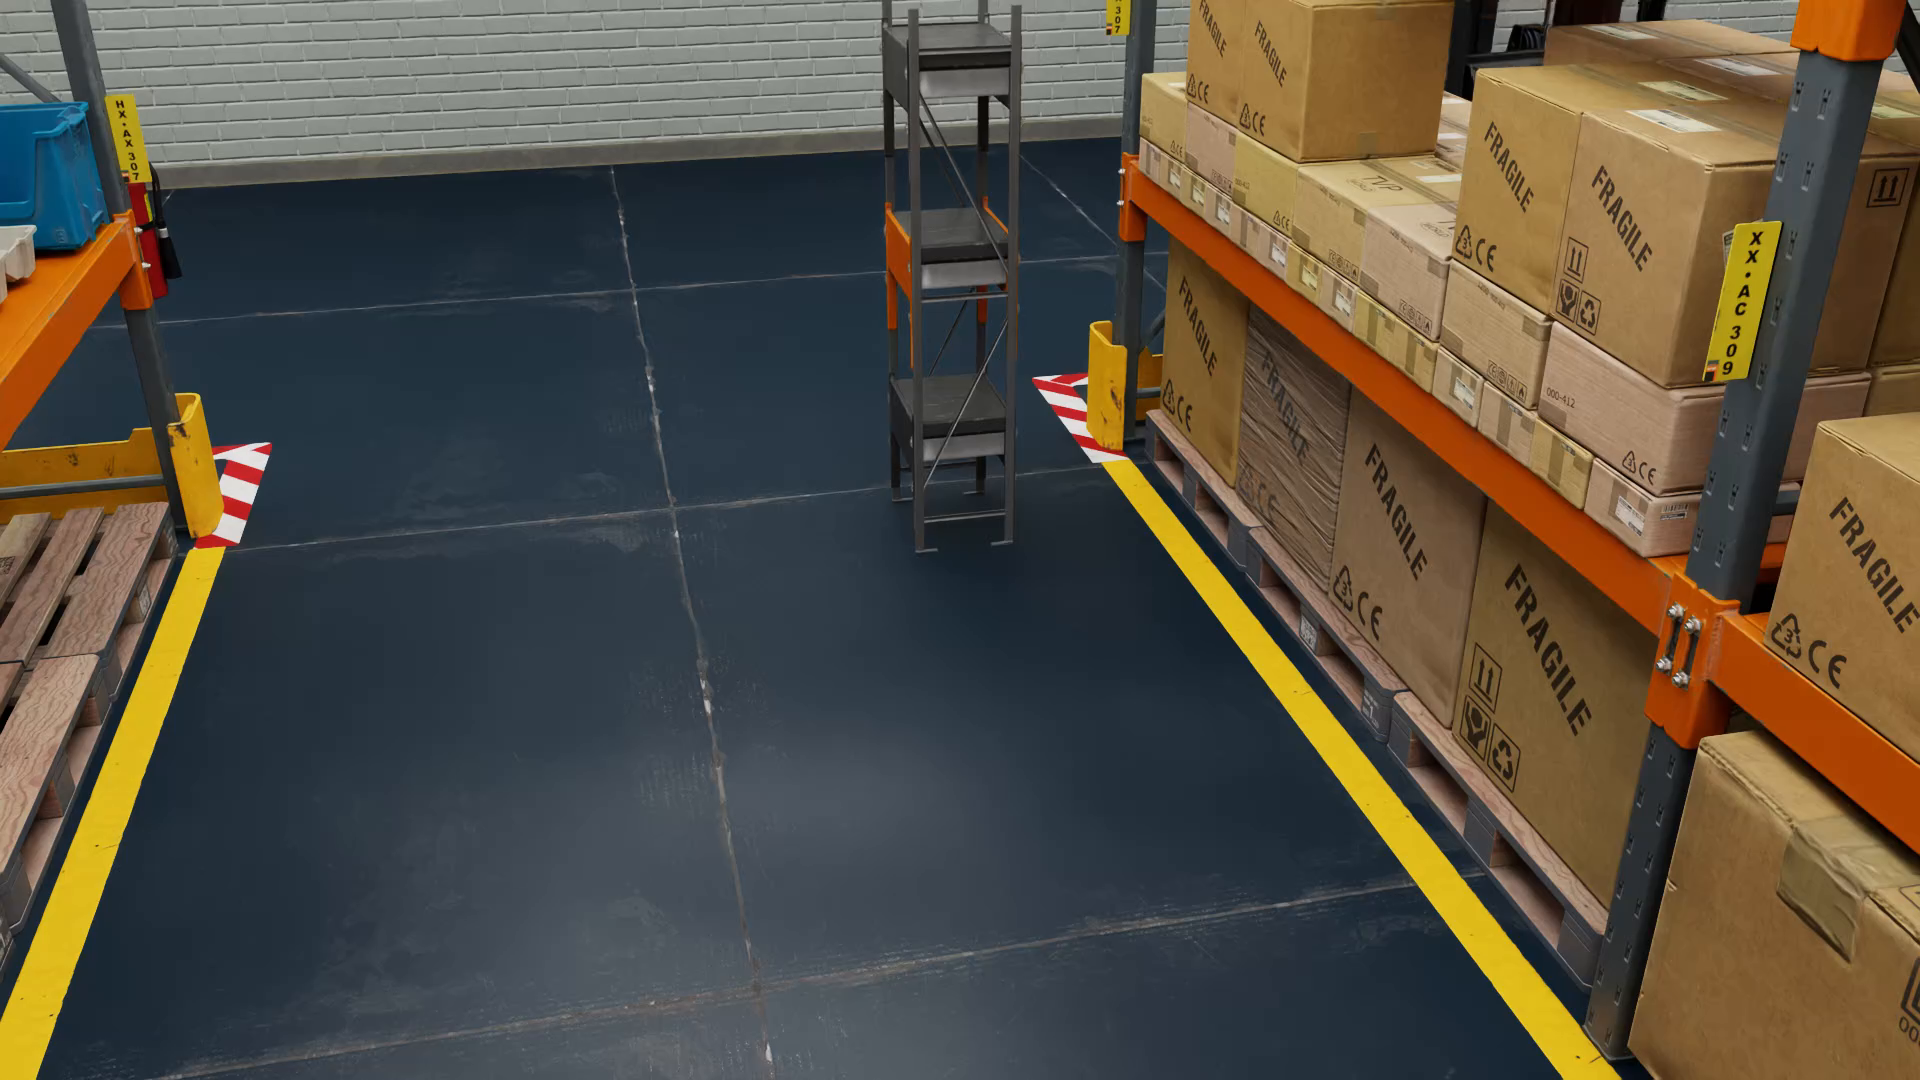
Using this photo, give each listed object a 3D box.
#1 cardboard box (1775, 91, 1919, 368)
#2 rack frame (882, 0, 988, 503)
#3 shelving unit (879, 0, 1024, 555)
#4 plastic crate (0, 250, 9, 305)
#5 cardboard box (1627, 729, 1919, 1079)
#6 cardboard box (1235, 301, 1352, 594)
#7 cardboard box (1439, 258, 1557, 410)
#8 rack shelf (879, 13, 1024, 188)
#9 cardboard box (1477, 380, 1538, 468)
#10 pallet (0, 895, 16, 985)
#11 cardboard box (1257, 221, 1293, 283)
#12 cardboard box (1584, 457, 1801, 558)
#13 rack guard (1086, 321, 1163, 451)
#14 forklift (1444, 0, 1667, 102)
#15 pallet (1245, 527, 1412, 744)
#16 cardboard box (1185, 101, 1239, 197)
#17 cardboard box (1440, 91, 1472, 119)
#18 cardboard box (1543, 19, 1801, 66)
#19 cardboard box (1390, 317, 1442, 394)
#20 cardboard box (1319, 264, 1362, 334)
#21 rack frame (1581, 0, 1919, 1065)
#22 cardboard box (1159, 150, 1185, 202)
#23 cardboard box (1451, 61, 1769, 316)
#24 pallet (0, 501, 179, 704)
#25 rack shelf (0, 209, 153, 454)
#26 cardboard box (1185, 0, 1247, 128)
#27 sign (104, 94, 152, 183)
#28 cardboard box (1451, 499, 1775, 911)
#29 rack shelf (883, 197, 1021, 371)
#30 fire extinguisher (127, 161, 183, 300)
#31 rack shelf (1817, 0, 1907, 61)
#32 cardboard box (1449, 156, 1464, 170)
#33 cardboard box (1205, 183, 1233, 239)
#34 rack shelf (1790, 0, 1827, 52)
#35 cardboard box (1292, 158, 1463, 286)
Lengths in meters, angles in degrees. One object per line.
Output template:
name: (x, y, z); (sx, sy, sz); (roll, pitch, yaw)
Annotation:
cardboard box: (2.235, -0.743, 3.897); (0.500, 0.500, 0.500); (-6, 27, -12)
rack frame: (-0.092, -1.117, 6.633); (0.400, 2.100, 0.015); (-6, 27, -12)
shelving unit: (-0.037, -1.010, 6.421); (0.431, 2.100, 0.503); (-6, 27, -12)
plastic crate: (-3.222, -0.800, 5.232); (0.396, 0.136, 0.243); (-6, 27, -12)
cardboard box: (2.257, 0.934, 3.463); (1.225, 0.875, 0.875); (-6, 27, -11)
cardboard box: (1.619, -0.429, 6.163); (0.875, 0.875, 0.875); (-6, 27, -12)
cardboard box: (1.619, -0.566, 4.379); (0.500, 0.250, 0.500); (-5, 27, -10)
rack shelf: (-0.037, -1.623, 6.112); (0.431, 0.518, 0.480); (-6, 27, -12)
cardboard box: (1.590, -0.320, 4.335); (0.380, 0.149, 0.250); (-6, 27, -12)
pallet: (-2.935, 1.323, 3.895); (1.003, 0.211, 1.213); (-6, 27, -12)
cardboard box: (1.243, -0.997, 5.674); (0.380, 0.149, 0.250); (-6, 27, -12)
cardboard box: (1.706, -0.095, 3.887); (0.380, 0.149, 0.250); (-6, 27, -11)
rack guard: (1.187, -0.757, 7.695); (1.175, 0.500, 0.348); (-6, 27, -12)
forklift: (2.801, -1.985, 7.431); (1.130, 2.935, 3.031); (-10, 28, -18)
pallet: (1.720, 0.260, 6.000); (1.003, 0.211, 1.213); (-6, 27, -12)
cardboard box: (1.161, -1.462, 6.155); (0.500, 0.250, 0.500); (-6, 27, -12)
cardboard box: (1.674, -1.520, 6.268); (0.500, 0.250, 0.500); (-6, 27, -12)
cardboard box: (2.010, -1.188, 4.779); (0.500, 0.500, 0.500); (-7, 28, -13)
cardboard box: (1.473, -0.546, 4.783); (0.380, 0.149, 0.250); (-5, 27, -11)
cardboard box: (1.359, -0.771, 5.227); (0.380, 0.149, 0.250); (-6, 27, -11)
rack frame: (2.094, -0.106, 3.632); (1.000, 3.000, 0.127); (-6, 27, -12)
cardboard box: (1.010, -1.448, 6.569); (0.380, 0.149, 0.250); (-6, 27, -12)
cardboard box: (1.621, -0.902, 4.212); (0.500, 0.500, 0.500); (-6, 27, -11)
pallet: (-3.485, 0.252, 6.017); (1.003, 0.211, 1.213); (-6, 27, -12)
rack shelf: (-3.183, -0.160, 4.537); (1.077, 0.370, 4.000); (-6, 27, -12)
cardboard box: (1.150, -1.805, 6.002); (0.500, 0.500, 0.500); (-7, 28, -13)
sign: (-3.101, -1.495, 6.202); (0.100, 0.325, 0.005); (-6, 27, -12)
cardboard box: (2.023, 0.357, 4.606); (0.875, 0.875, 0.875); (-6, 27, -12)
rack shelf: (-0.037, -0.998, 6.427); (0.431, 0.518, 0.480); (-6, 27, -12)
fire extinguisher: (-3.225, -1.271, 6.438); (0.296, 0.674, 0.183); (-6, 27, -12)
rack shelf: (2.544, -0.246, 1.378); (1.077, 0.370, 4.000); (-6, 27, -12)
cardboard box: (1.910, -1.068, 5.373); (0.500, 0.250, 0.500); (-6, 27, -12)
cardboard box: (1.128, -1.222, 6.120); (0.380, 0.149, 0.250); (-6, 27, -12)
rack shelf: (1.643, -2.002, 4.857); (1.077, 0.370, 4.000); (-6, 27, -12)
cardboard box: (1.393, -1.013, 5.264); (0.500, 0.250, 0.500); (-6, 27, -13)
